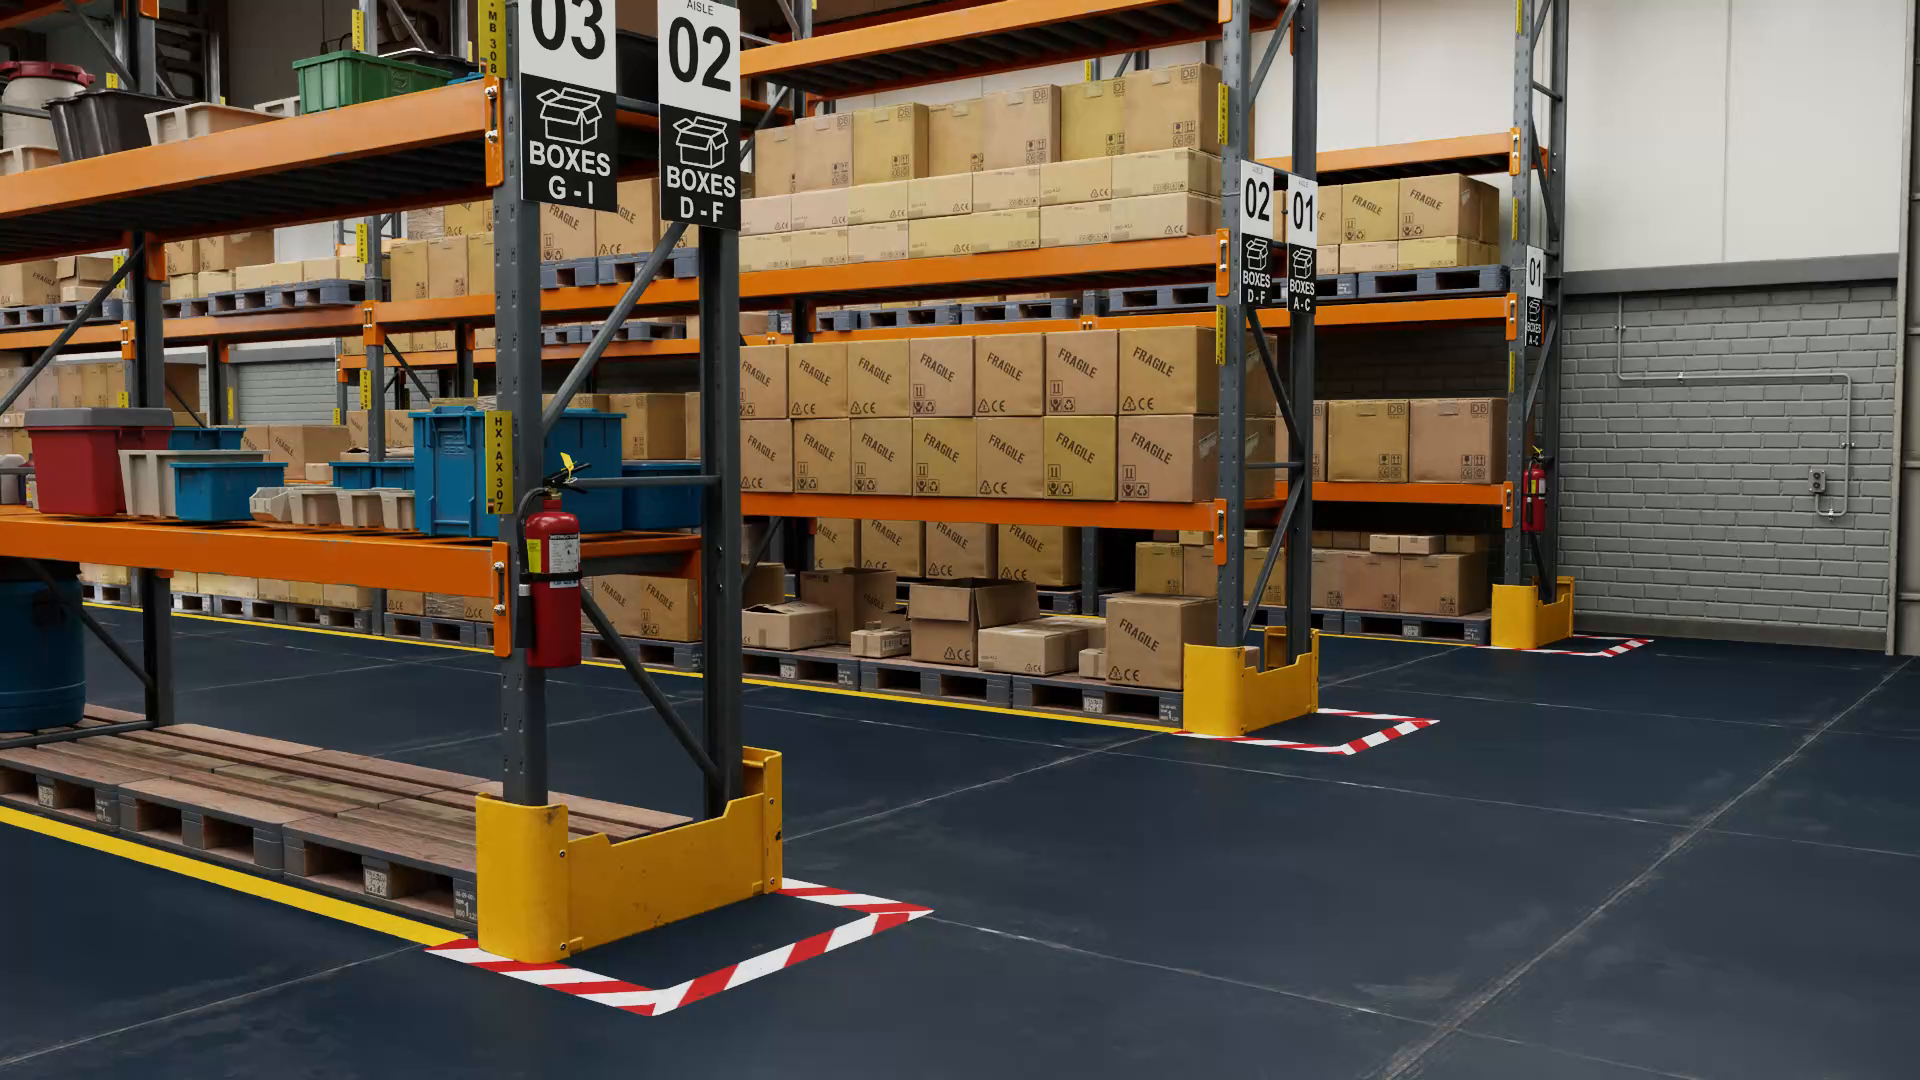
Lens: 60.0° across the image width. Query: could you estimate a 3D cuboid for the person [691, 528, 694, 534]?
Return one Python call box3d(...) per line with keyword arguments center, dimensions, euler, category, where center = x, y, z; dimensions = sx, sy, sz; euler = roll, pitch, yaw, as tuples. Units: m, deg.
box3d(center=(-3.008, -0.197, 17.644), dimensions=(0.905, 1.545, 0.458), euler=(3, 4, 40), category="person")
